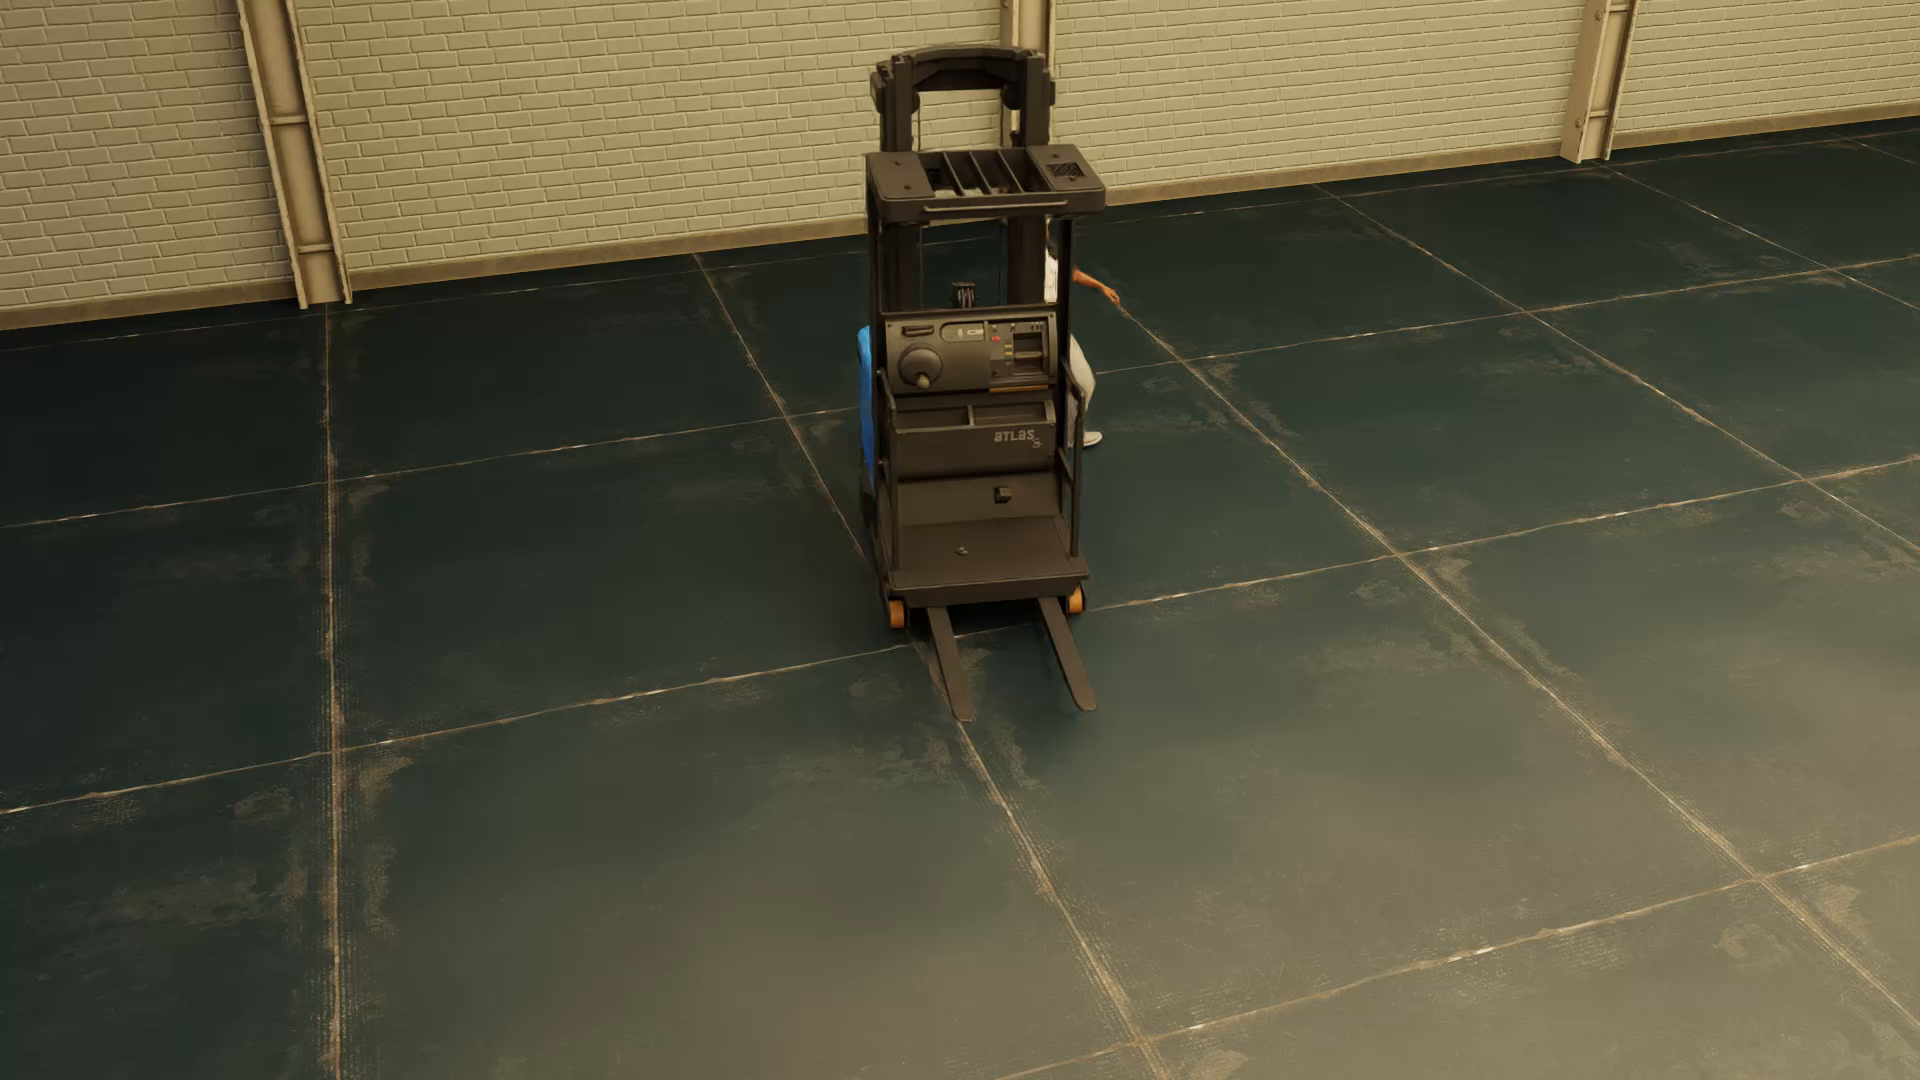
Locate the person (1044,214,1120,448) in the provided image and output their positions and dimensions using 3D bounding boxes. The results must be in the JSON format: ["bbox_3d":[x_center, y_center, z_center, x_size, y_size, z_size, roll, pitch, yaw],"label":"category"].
[{"bbox_3d":[0.612,-1.341,10.832,0.857,1.583,0.694,-4,30,-8],"label":"person"}]

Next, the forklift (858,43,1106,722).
[{"bbox_3d":[0.098,-0.970,8.773,1.130,2.935,3.031,-4,30,-8],"label":"forklift"}]
